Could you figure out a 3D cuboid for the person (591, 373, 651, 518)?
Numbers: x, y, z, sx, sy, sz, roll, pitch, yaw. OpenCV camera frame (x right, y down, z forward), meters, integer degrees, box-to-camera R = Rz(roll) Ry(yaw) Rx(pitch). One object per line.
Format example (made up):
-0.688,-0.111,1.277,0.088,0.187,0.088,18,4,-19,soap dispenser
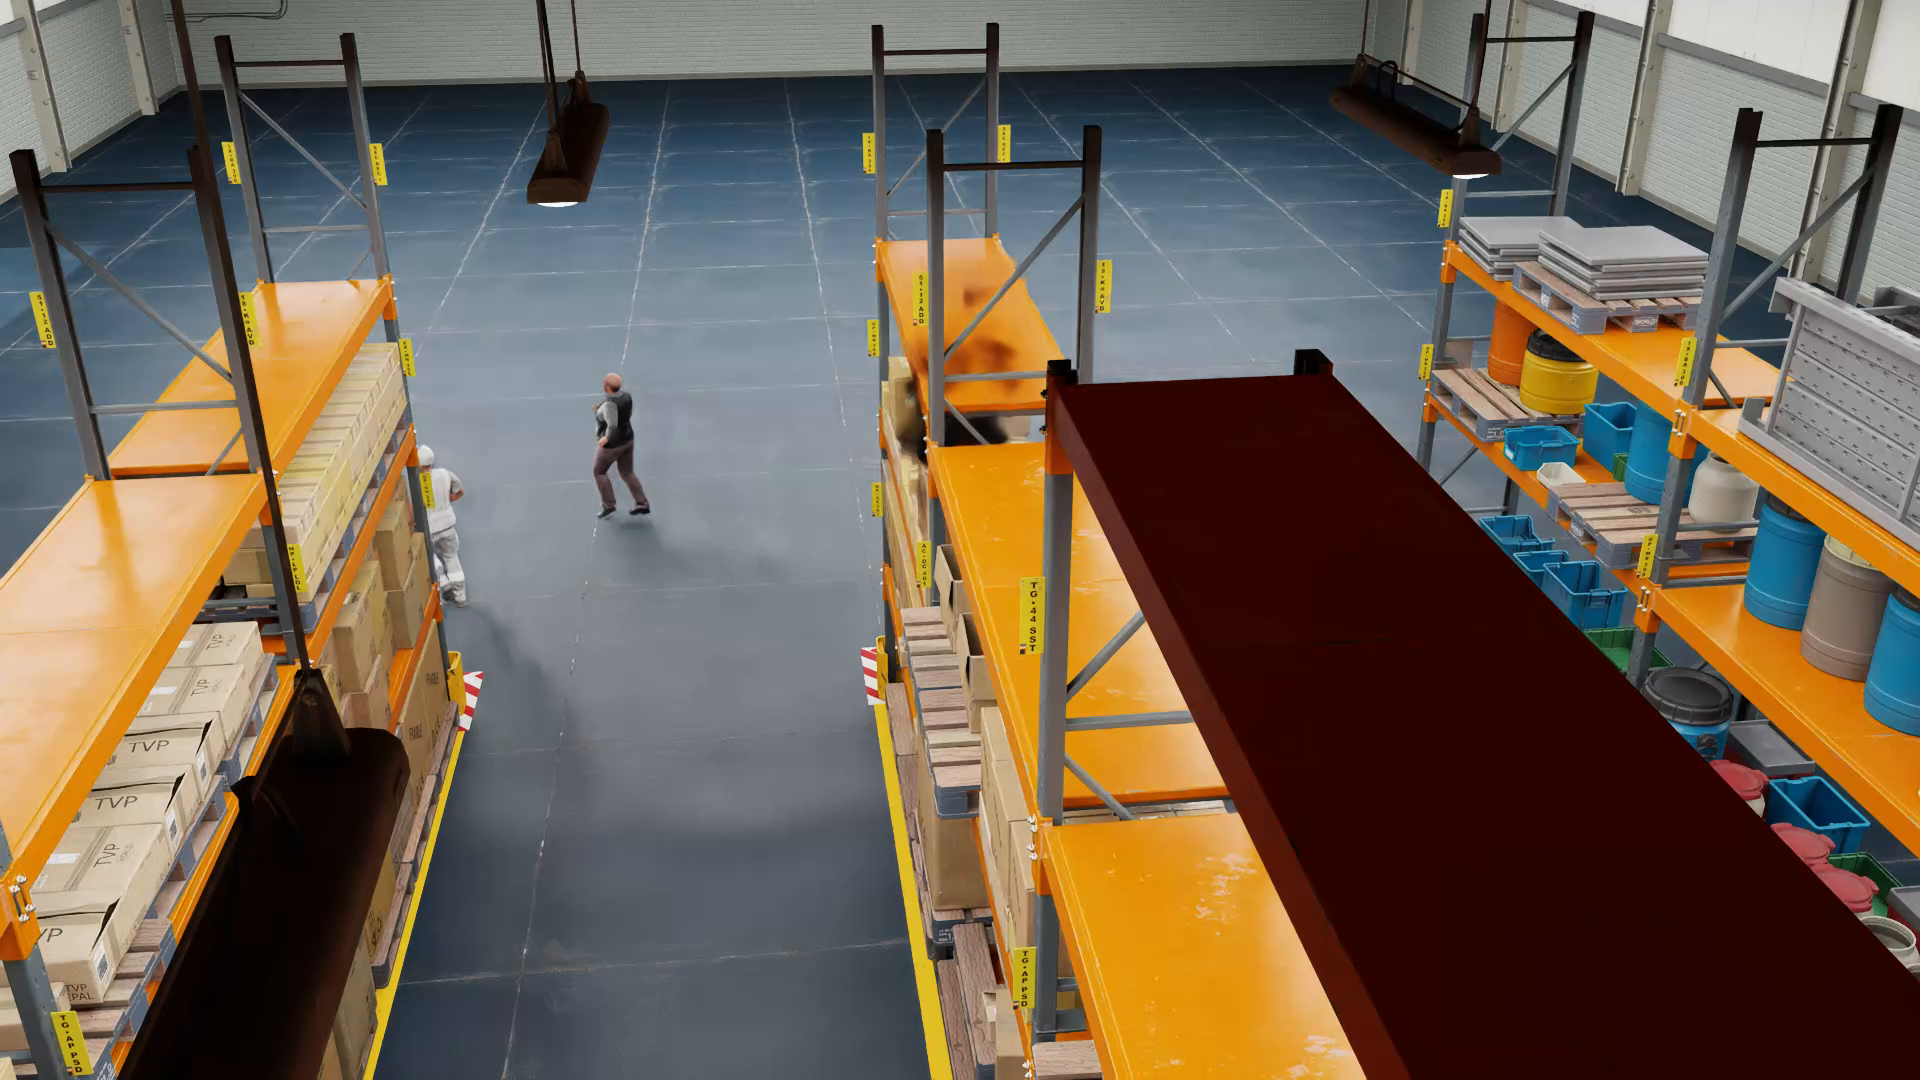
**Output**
-3.862,-1.030,18.675,0.730,1.777,0.640,15,29,28,person

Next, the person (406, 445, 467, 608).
-5.331,-0.156,16.797,0.683,1.759,0.618,-19,31,-34,person
